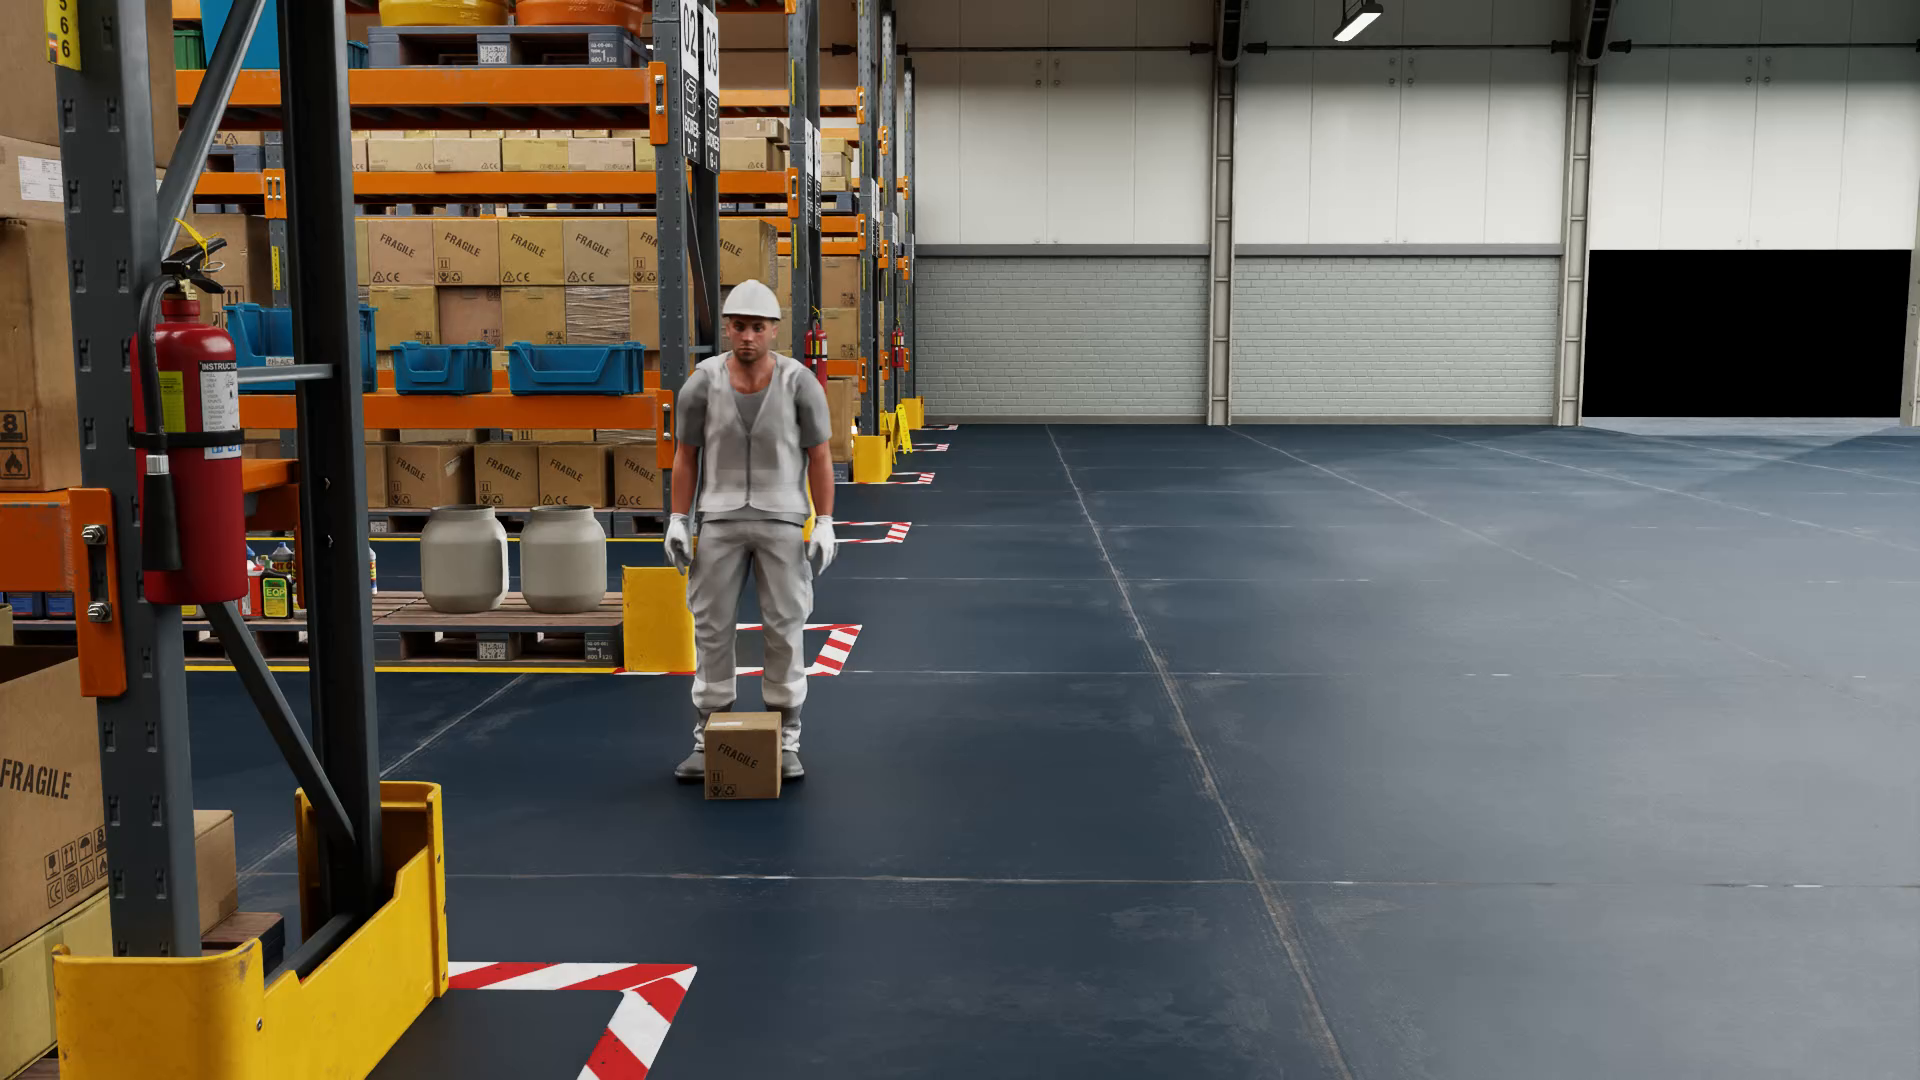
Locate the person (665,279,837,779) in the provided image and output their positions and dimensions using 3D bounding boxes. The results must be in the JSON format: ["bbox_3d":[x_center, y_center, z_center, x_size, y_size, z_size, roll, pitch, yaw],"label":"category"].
[{"bbox_3d":[-0.747,-0.031,5.952,0.617,1.778,0.456,0,7,0],"label":"person"}]
